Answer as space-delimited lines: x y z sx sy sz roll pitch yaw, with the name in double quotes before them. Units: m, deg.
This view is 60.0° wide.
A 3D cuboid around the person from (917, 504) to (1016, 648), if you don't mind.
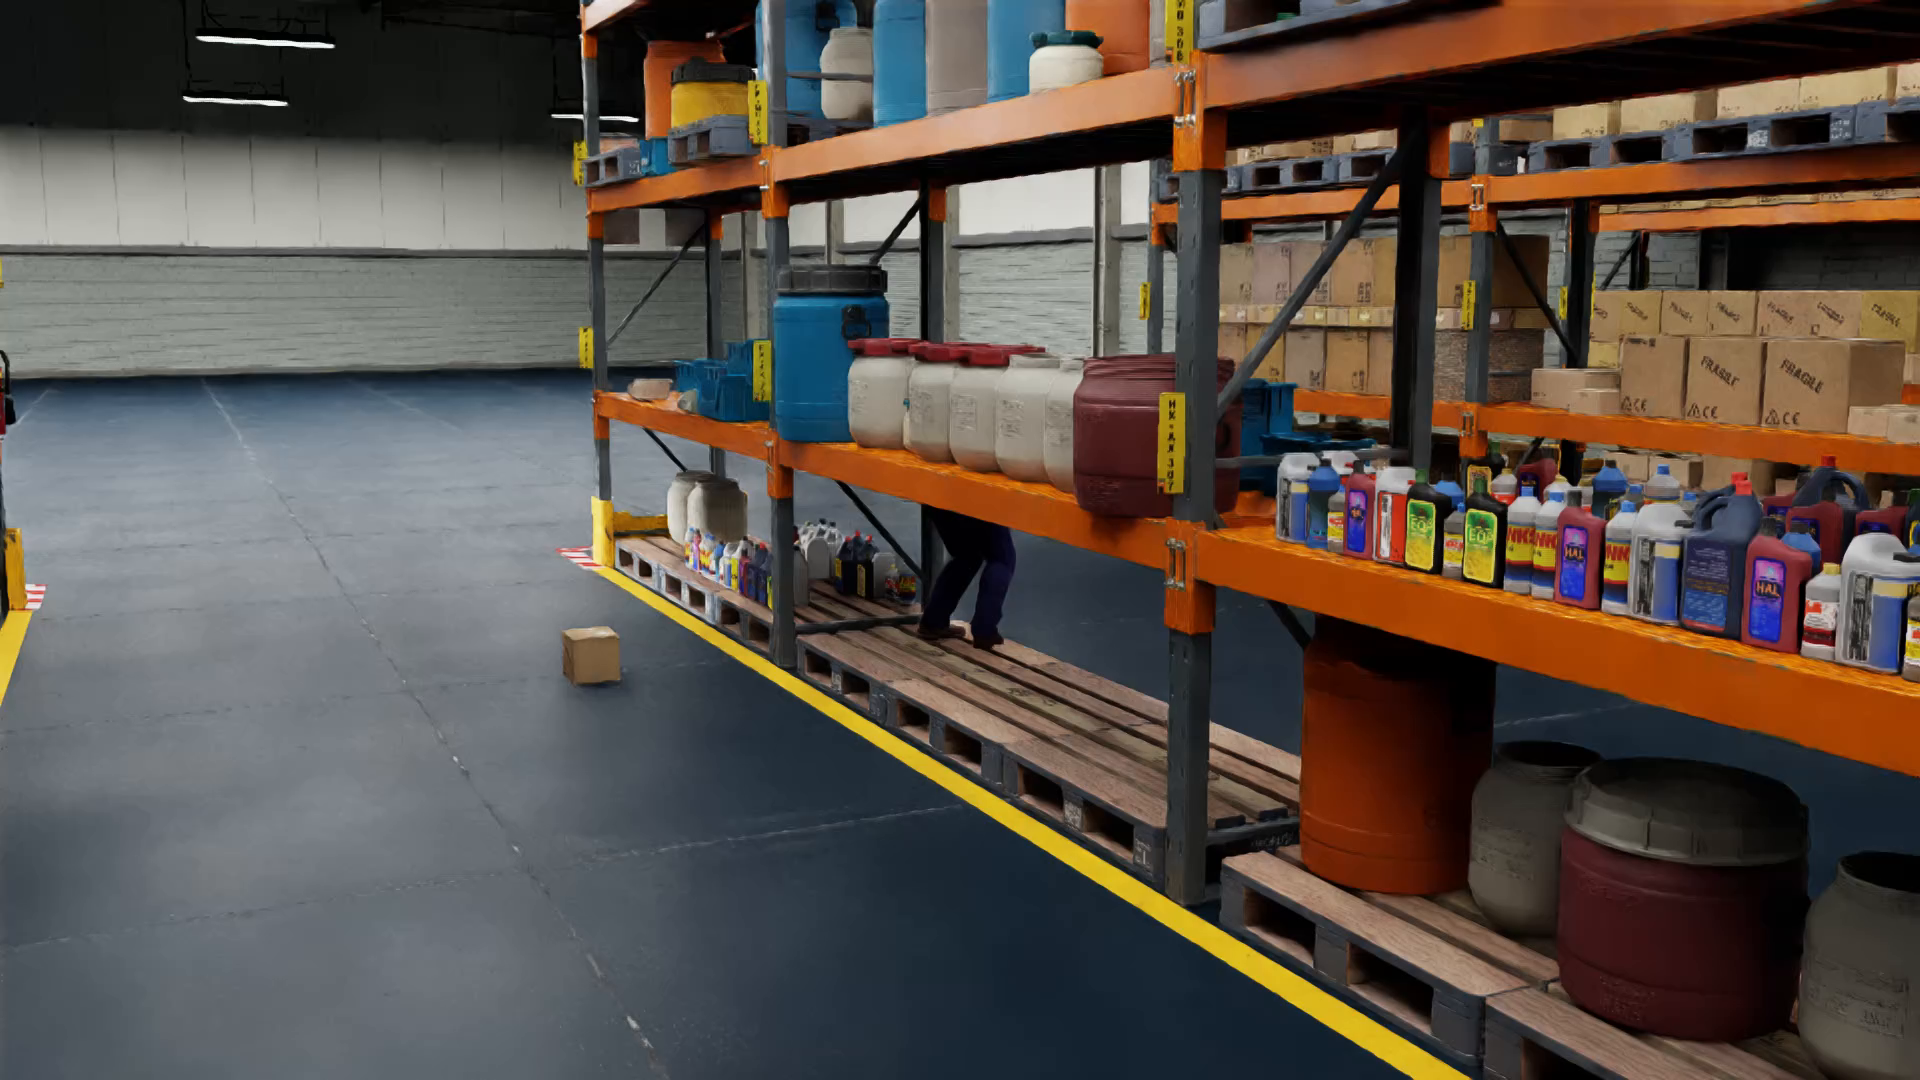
"person" 0.038 -0.221 8.779 0.434 1.567 0.503 -6 11 -35
